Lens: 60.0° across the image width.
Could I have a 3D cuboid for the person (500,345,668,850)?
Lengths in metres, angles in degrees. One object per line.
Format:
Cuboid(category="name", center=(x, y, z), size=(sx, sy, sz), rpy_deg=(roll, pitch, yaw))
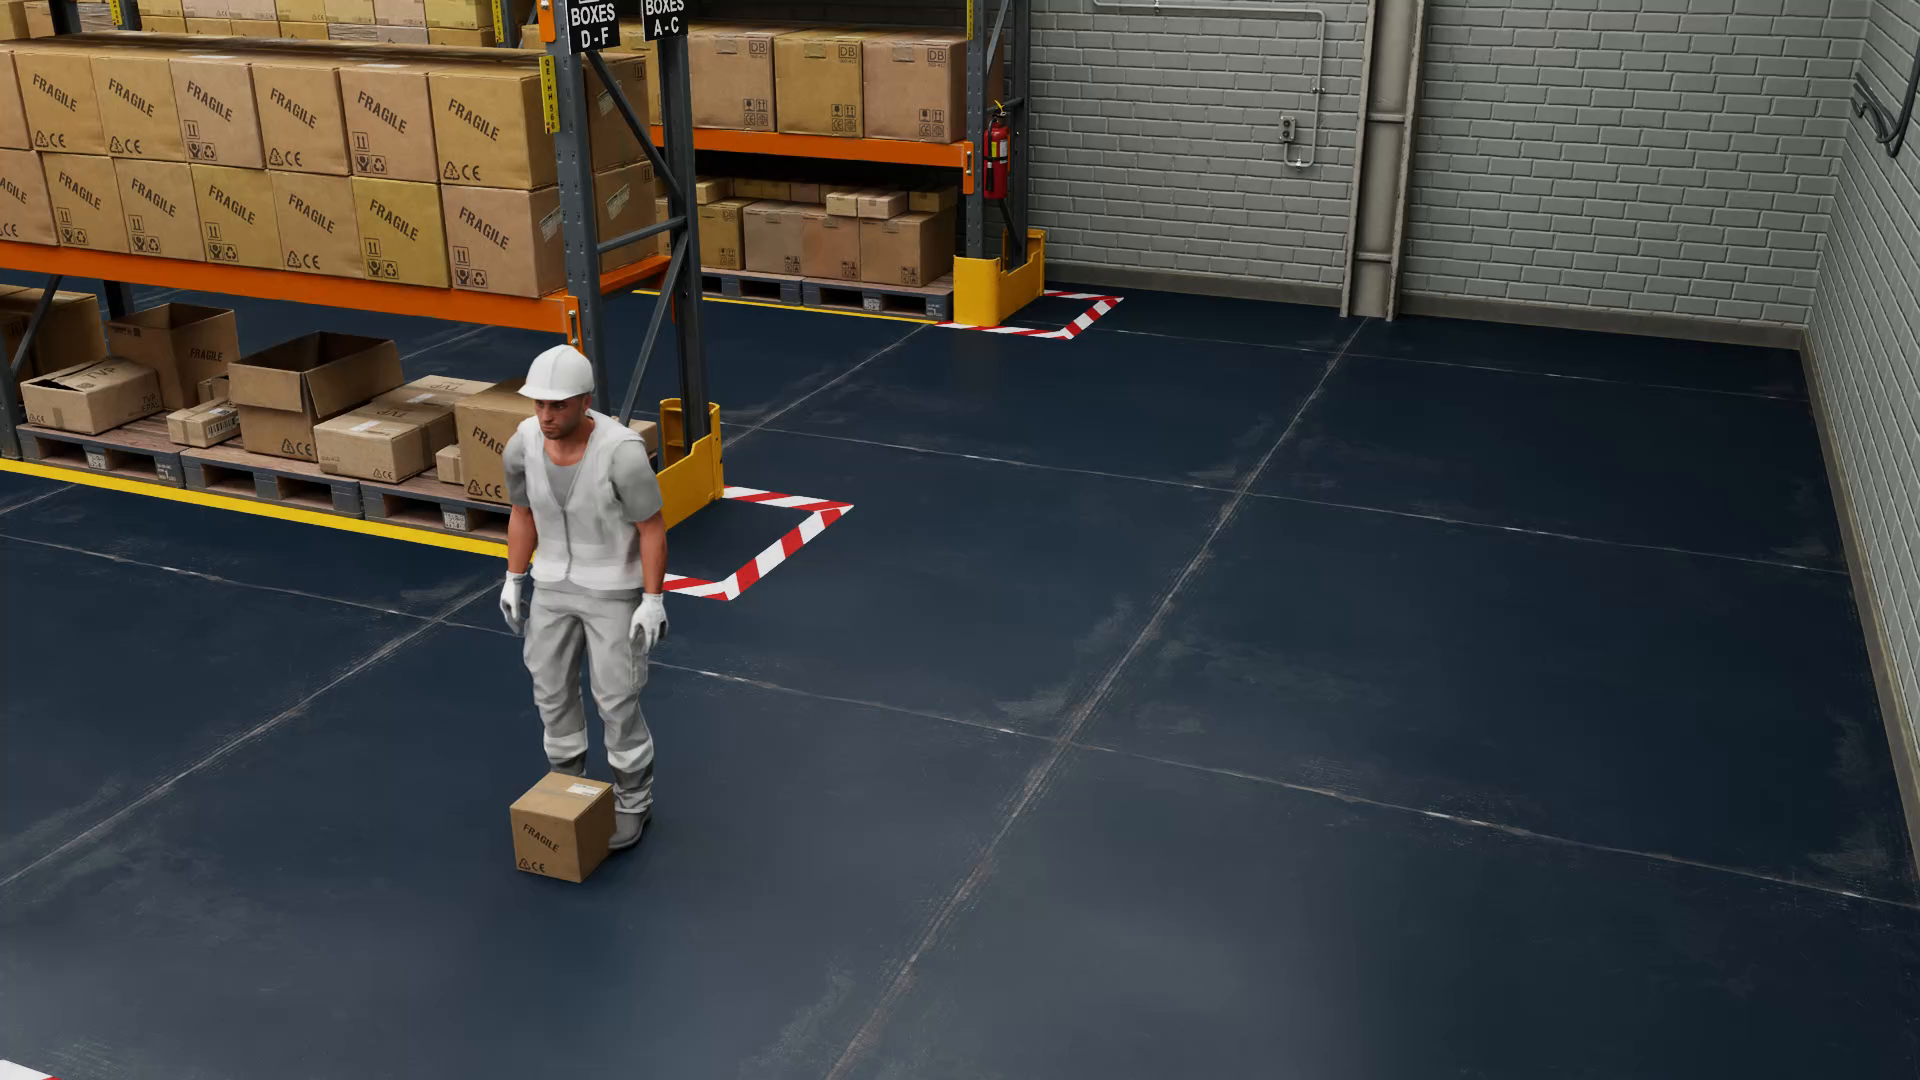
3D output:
Cuboid(category="person", center=(-1.267, 0.194, 5.595), size=(0.614, 1.778, 0.452), rpy_deg=(7, 23, 17))
